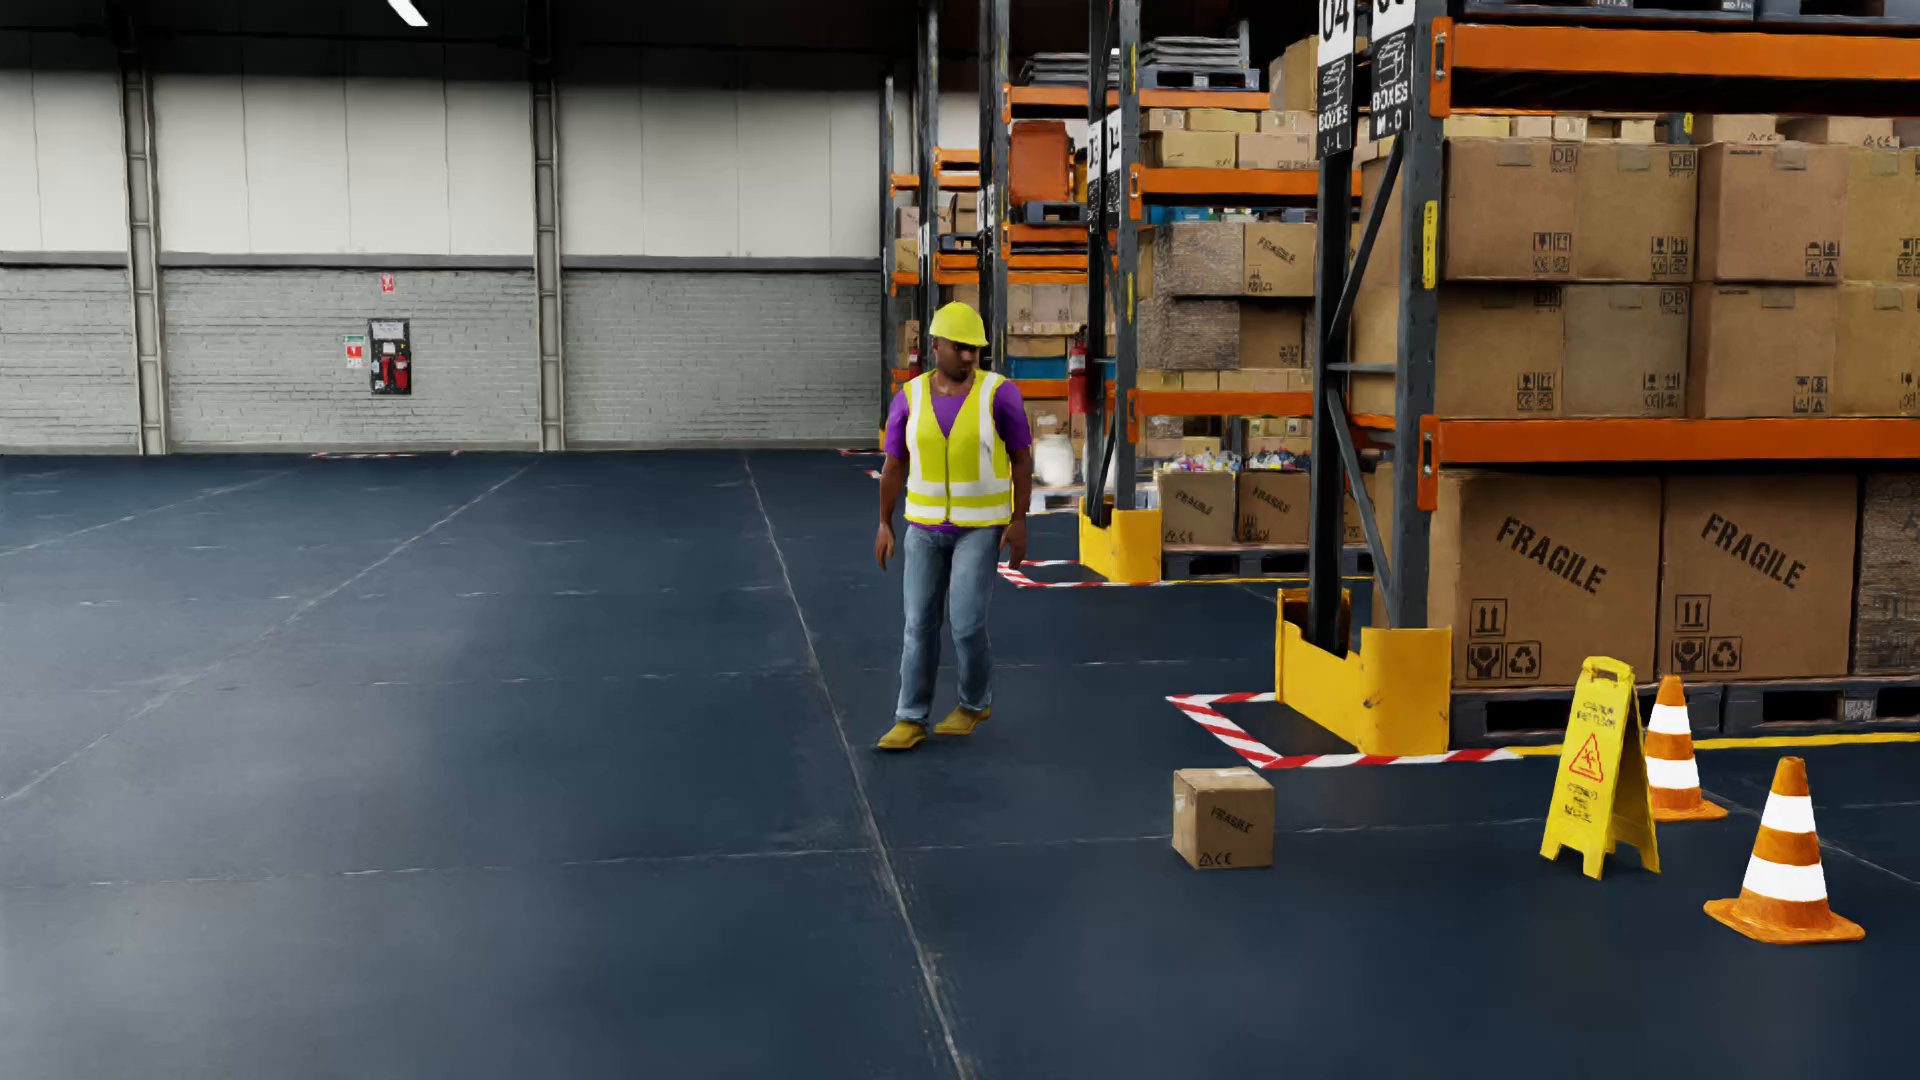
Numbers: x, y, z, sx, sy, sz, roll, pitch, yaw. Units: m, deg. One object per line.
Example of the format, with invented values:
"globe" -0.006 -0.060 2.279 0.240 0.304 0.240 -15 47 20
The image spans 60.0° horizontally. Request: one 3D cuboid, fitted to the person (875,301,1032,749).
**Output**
"person" -0.045 -0.051 6.582 0.651 1.762 0.480 2 7 15
